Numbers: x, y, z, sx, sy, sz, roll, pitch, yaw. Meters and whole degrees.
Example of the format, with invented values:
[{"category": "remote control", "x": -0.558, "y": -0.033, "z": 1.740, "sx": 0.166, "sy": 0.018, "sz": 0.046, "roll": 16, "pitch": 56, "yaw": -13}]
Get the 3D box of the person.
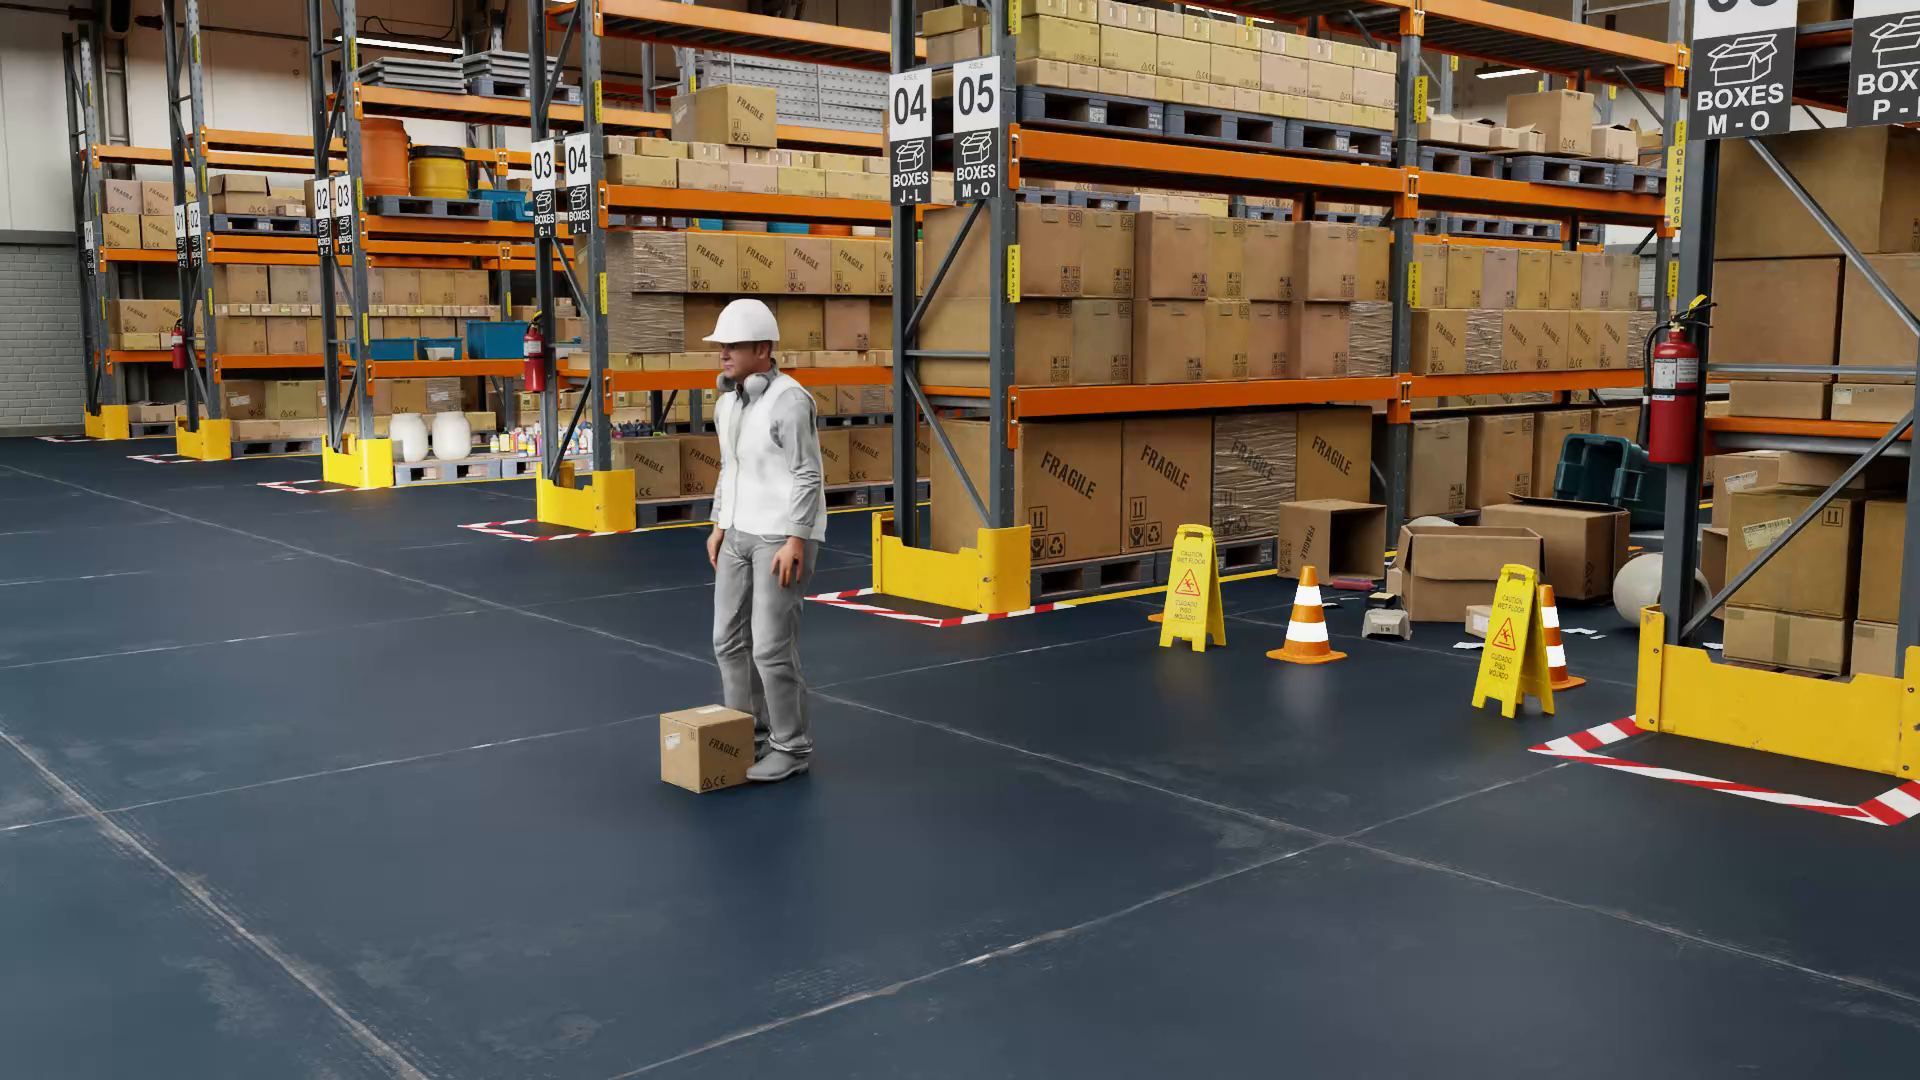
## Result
[{"category": "person", "x": -0.747, "y": -0.008, "z": 6.237, "sx": 0.464, "sy": 1.771, "sz": 0.580, "roll": -6, "pitch": 10, "yaw": -41}]
